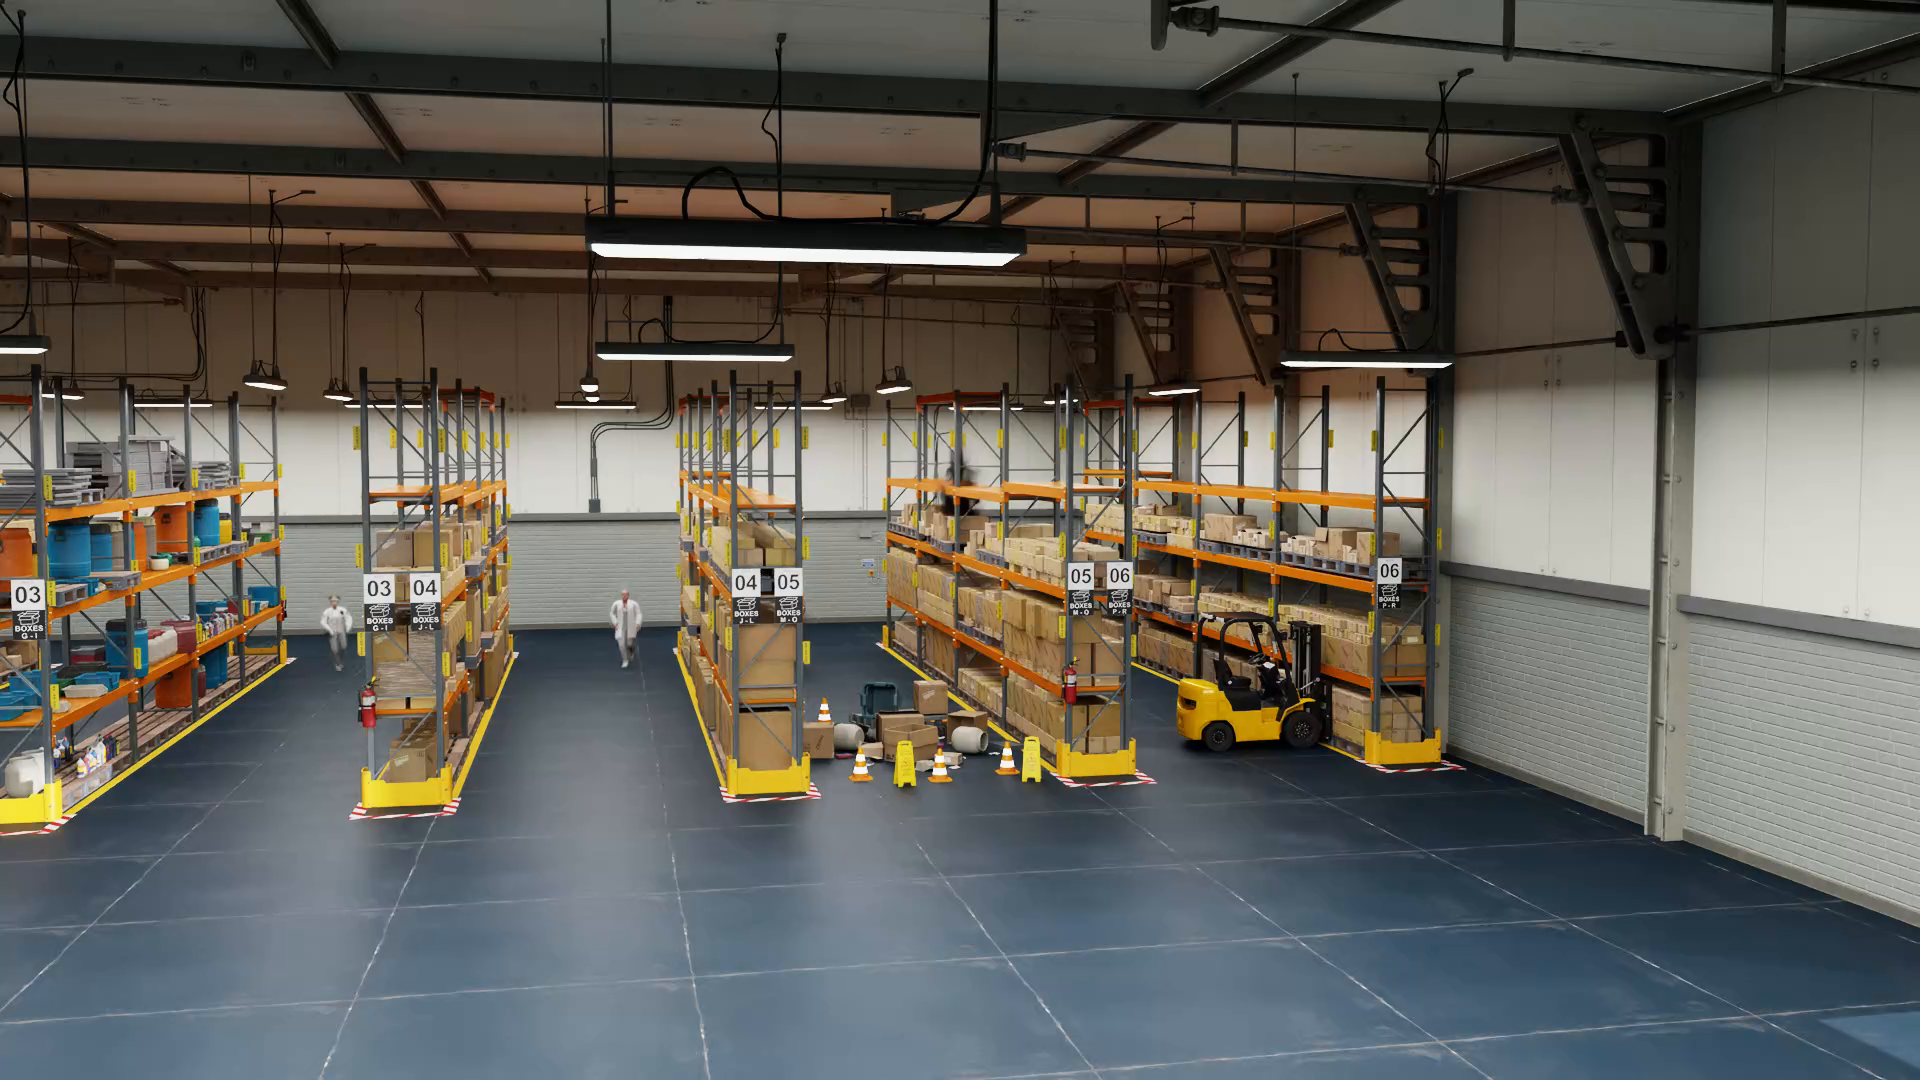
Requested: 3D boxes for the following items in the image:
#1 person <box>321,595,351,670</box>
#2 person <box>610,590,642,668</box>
[{"bbox_3d":[-13.546,2.018,36.147,0.644,1.659,0.542,-2,4,-26],"label":"person"},{"bbox_3d":[-7.426,1.952,36.933,0.694,1.727,0.670,0,3,-8],"label":"person"}]
